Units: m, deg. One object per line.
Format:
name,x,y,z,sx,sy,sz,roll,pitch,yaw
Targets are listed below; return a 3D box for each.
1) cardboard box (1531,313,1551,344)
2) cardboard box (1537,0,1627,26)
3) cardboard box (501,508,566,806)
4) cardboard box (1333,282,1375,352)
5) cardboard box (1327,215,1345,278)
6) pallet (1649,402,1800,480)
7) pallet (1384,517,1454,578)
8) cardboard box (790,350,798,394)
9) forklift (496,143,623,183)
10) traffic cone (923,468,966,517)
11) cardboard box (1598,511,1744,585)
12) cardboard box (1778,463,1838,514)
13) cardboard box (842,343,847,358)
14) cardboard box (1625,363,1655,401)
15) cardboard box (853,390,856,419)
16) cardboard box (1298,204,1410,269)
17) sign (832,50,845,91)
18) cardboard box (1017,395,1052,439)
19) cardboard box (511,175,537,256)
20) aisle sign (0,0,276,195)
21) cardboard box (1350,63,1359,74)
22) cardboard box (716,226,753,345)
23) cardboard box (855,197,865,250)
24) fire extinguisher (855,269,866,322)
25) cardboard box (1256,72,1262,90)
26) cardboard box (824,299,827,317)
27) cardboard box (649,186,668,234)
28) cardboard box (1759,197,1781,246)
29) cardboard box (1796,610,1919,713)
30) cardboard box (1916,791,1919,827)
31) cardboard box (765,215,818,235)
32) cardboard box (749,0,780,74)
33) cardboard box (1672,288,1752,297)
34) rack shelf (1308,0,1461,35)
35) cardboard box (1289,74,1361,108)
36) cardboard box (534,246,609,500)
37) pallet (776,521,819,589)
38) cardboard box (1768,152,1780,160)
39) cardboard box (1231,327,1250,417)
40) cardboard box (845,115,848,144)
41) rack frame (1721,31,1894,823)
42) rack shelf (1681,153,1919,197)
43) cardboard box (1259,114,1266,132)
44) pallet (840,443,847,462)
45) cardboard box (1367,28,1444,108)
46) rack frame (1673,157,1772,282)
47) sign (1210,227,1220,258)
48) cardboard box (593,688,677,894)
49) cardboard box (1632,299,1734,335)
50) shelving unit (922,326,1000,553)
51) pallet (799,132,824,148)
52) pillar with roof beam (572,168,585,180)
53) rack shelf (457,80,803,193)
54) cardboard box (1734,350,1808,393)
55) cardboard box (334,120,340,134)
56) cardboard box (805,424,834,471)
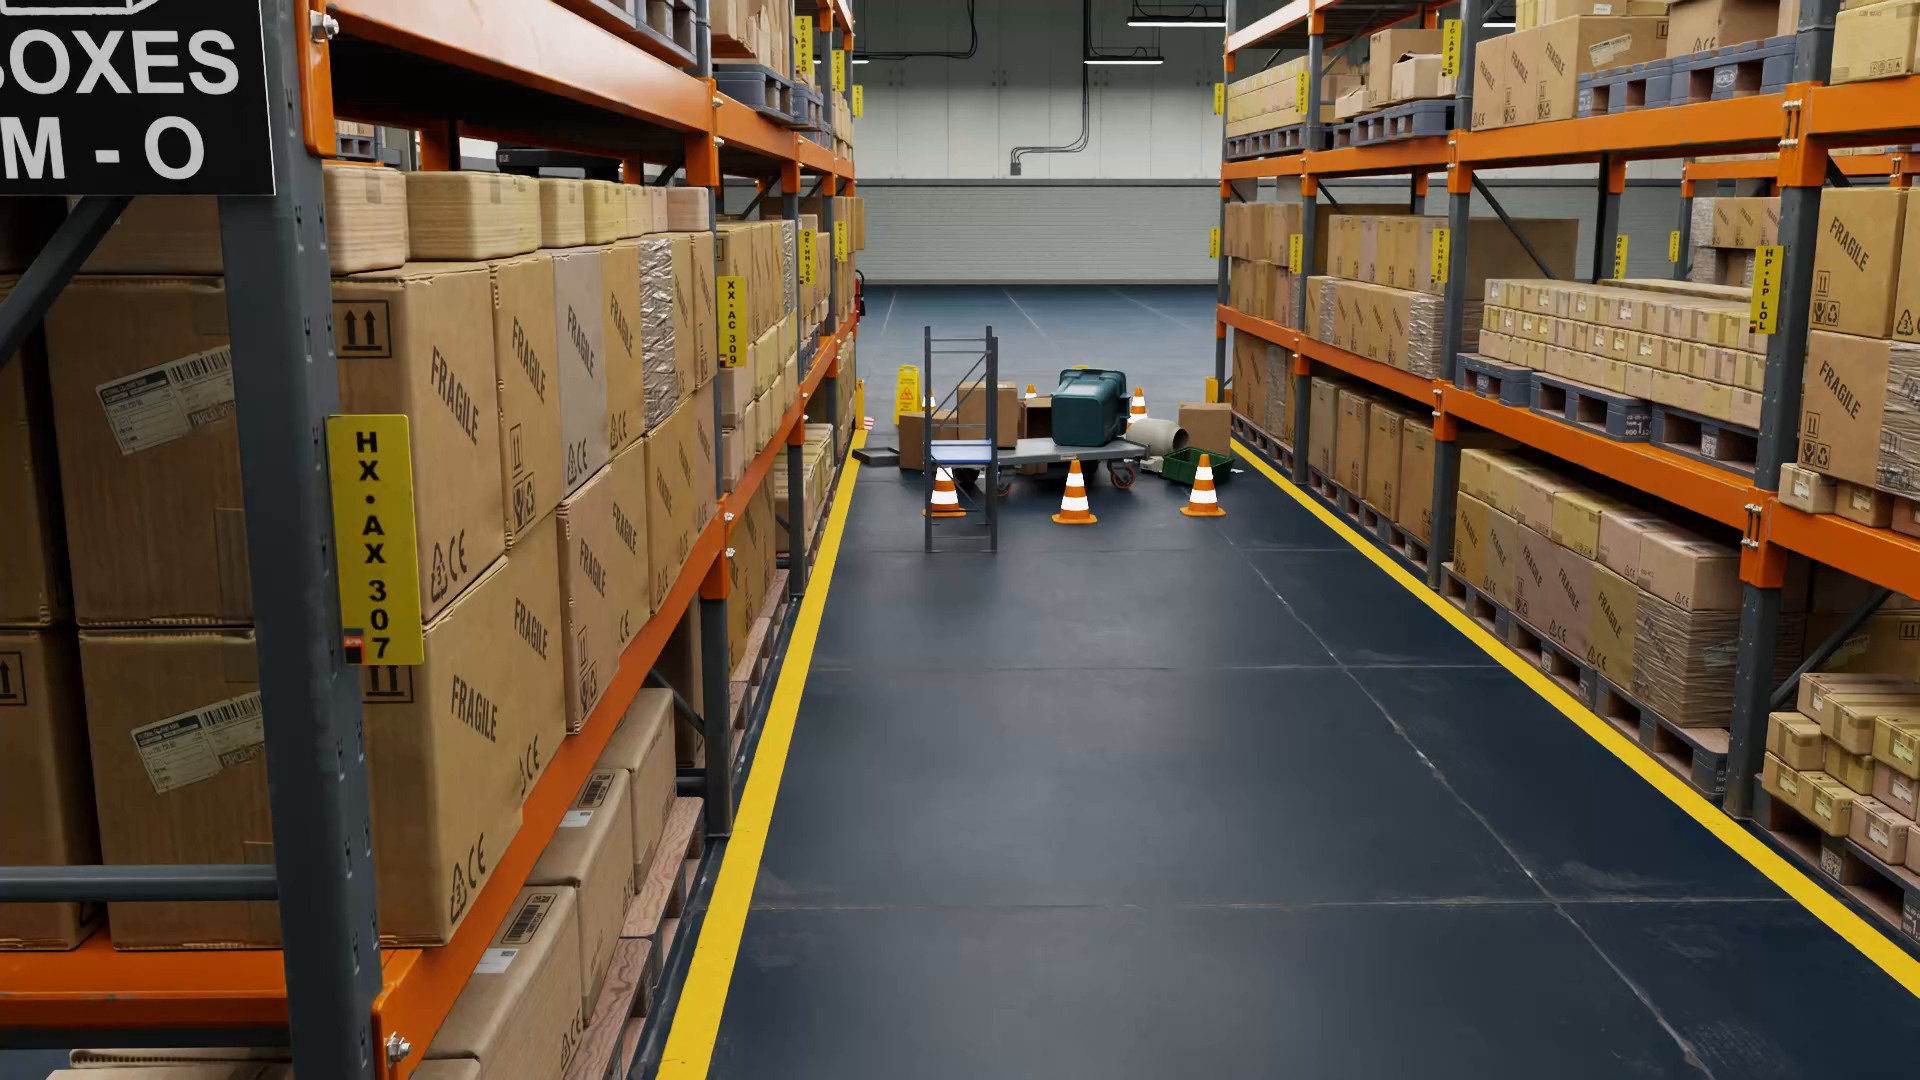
cardboard box,3.311,-1.139,8.956,0.380,0.149,0.250,0,11,-1
cardboard box,3.268,-2.824,8.714,0.396,0.266,0.258,0,11,-1
cardboard box,-1.063,0.220,3.177,0.500,0.500,0.500,0,11,-2
cardboard box,3.158,-1.703,12.658,0.500,0.500,0.500,0,11,-1
cardboard box,3.413,-2.400,13.578,0.700,0.500,0.500,0,11,-2
pallet,3.692,-0.428,7.106,1.003,0.211,1.213,0,11,-1
pallet,3.539,0.045,11.305,1.003,0.211,1.213,0,11,-1
cardboard box,-1.197,-0.951,9.579,0.500,0.250,0.500,-1,11,-3
forklift,-3.426,-1.802,13.571,1.130,2.935,3.031,-8,14,-36
traffic cone,-0.125,-0.435,13.040,0.336,0.463,0.334,0,11,-1
cardboard box,3.297,0.033,7.696,0.500,0.250,0.500,0,11,2
cardboard box,3.241,-0.188,6.076,0.380,0.149,0.250,0,11,1
cardboard box,-1.256,-1.762,15.541,0.380,0.149,0.250,0,11,2
cardboard box,3.331,-0.736,7.720,0.380,0.149,0.250,-1,11,-4
cardboard box,-1.346,-1.408,17.315,0.500,0.250,0.500,0,11,-1
cardboard box,3.424,-2.636,14.413,0.875,0.550,0.550,0,11,-1
sign,-0.995,-3.839,13.600,0.100,0.325,0.005,0,11,-1
cardboard box,0.935,-1.152,16.472,0.797,0.503,0.637,-10,15,-40
cardboard box,-1.023,-0.618,3.166,0.380,0.149,0.250,-1,11,-3
aisle sign,-1.011,-0.795,1.893,0.394,0.787,0.004,0,11,-1
cardboard box,3.712,-4.177,14.879,0.380,0.149,0.250,0,11,-2
cardboard box,-1.144,-1.057,6.961,0.500,0.500,0.500,0,11,-1
cardboard box,-1.287,-3.097,16.265,0.700,0.500,0.500,0,11,-2
fire extinguisher,-1.174,-2.701,18.023,0.296,0.674,0.183,0,11,-1
cardboard box,3.034,-4.376,15.859,0.380,0.149,0.250,0,11,0
cardboard box,-1.234,-1.797,12.948,0.380,0.149,0.250,0,11,-2
cardboard box,-1.163,-1.073,5.406,0.380,0.149,0.250,0,11,0
cardboard box,8.046,-3.031,15.941,0.500,0.500,0.500,0,11,-1
cardboard box,3.812,0.502,7.271,0.500,0.500,0.500,0,11,1
cardboard box,3.389,0.902,5.437,0.380,0.149,0.250,-1,11,-4
cardboard box,-1.258,-2.355,12.437,0.380,0.149,0.250,-1,11,-4
cardboard box,-1.141,-2.500,7.984,0.500,0.500,0.500,0,11,-1
cardboard box,3.965,-1.240,8.707,0.380,0.149,0.250,0,11,-1
rack shelf,3.438,-3.953,11.729,1.077,0.370,4.000,0,11,-1
cardboard box,3.130,-3.853,14.286,0.500,0.250,0.500,0,11,-2
cardboard box,-1.063,-0.374,3.593,0.500,0.500,0.500,0,11,-2
pallet,-1.482,0.087,11.098,1.003,0.211,1.213,0,11,-1
cardboard box,8.066,-3.750,15.833,0.500,0.250,0.500,0,11,1
cardboard box,3.394,-1.785,17.599,0.875,0.875,0.875,0,11,-1
cardboard box,-1.315,-3.852,15.589,0.500,0.250,0.500,0,11,-1
rack frame,3.562,-0.369,6.335,1.000,3.000,0.127,0,11,-1
rack shelf,8.317,-3.475,15.908,1.077,0.370,4.000,0,11,-1
cardboard box,3.037,-3.936,15.694,0.380,0.149,0.250,0,11,-1
pallet,-1.627,-0.929,16.107,1.003,0.211,1.213,0,11,-1
cardboard box,3.164,-3.283,11.592,0.500,0.500,0.500,0,11,-1
rack frame,8.275,-2.755,18.094,1.000,3.000,0.127,0,11,-1
sign,2.759,-3.217,17.993,0.100,0.325,0.005,0,11,-1
cardboard box,-1.479,0.846,5.731,0.875,0.438,0.875,0,11,-2
cardboard box,3.342,-1.028,7.663,0.380,0.149,0.250,-1,11,-3
shelving unit,-0.002,-0.752,11.994,0.538,1.500,1.048,0,11,-1
pallet,-1.619,-2.968,12.071,1.213,0.211,1.003,0,11,-1
pillar with roof beam,-3.550,-9.087,34.216,9.100,9.000,0.548,0,11,-1
rack shelf,-1.426,-1.844,7.868,1.077,0.370,4.000,0,11,-1
cardboard box,3.357,-0.676,6.674,0.380,0.149,0.250,0,11,1
cardboard box,-6.421,-4.176,15.995,0.700,0.500,0.500,0,11,-1
cardboard box,-1.537,-0.733,13.680,0.950,0.372,0.625,0,11,0
